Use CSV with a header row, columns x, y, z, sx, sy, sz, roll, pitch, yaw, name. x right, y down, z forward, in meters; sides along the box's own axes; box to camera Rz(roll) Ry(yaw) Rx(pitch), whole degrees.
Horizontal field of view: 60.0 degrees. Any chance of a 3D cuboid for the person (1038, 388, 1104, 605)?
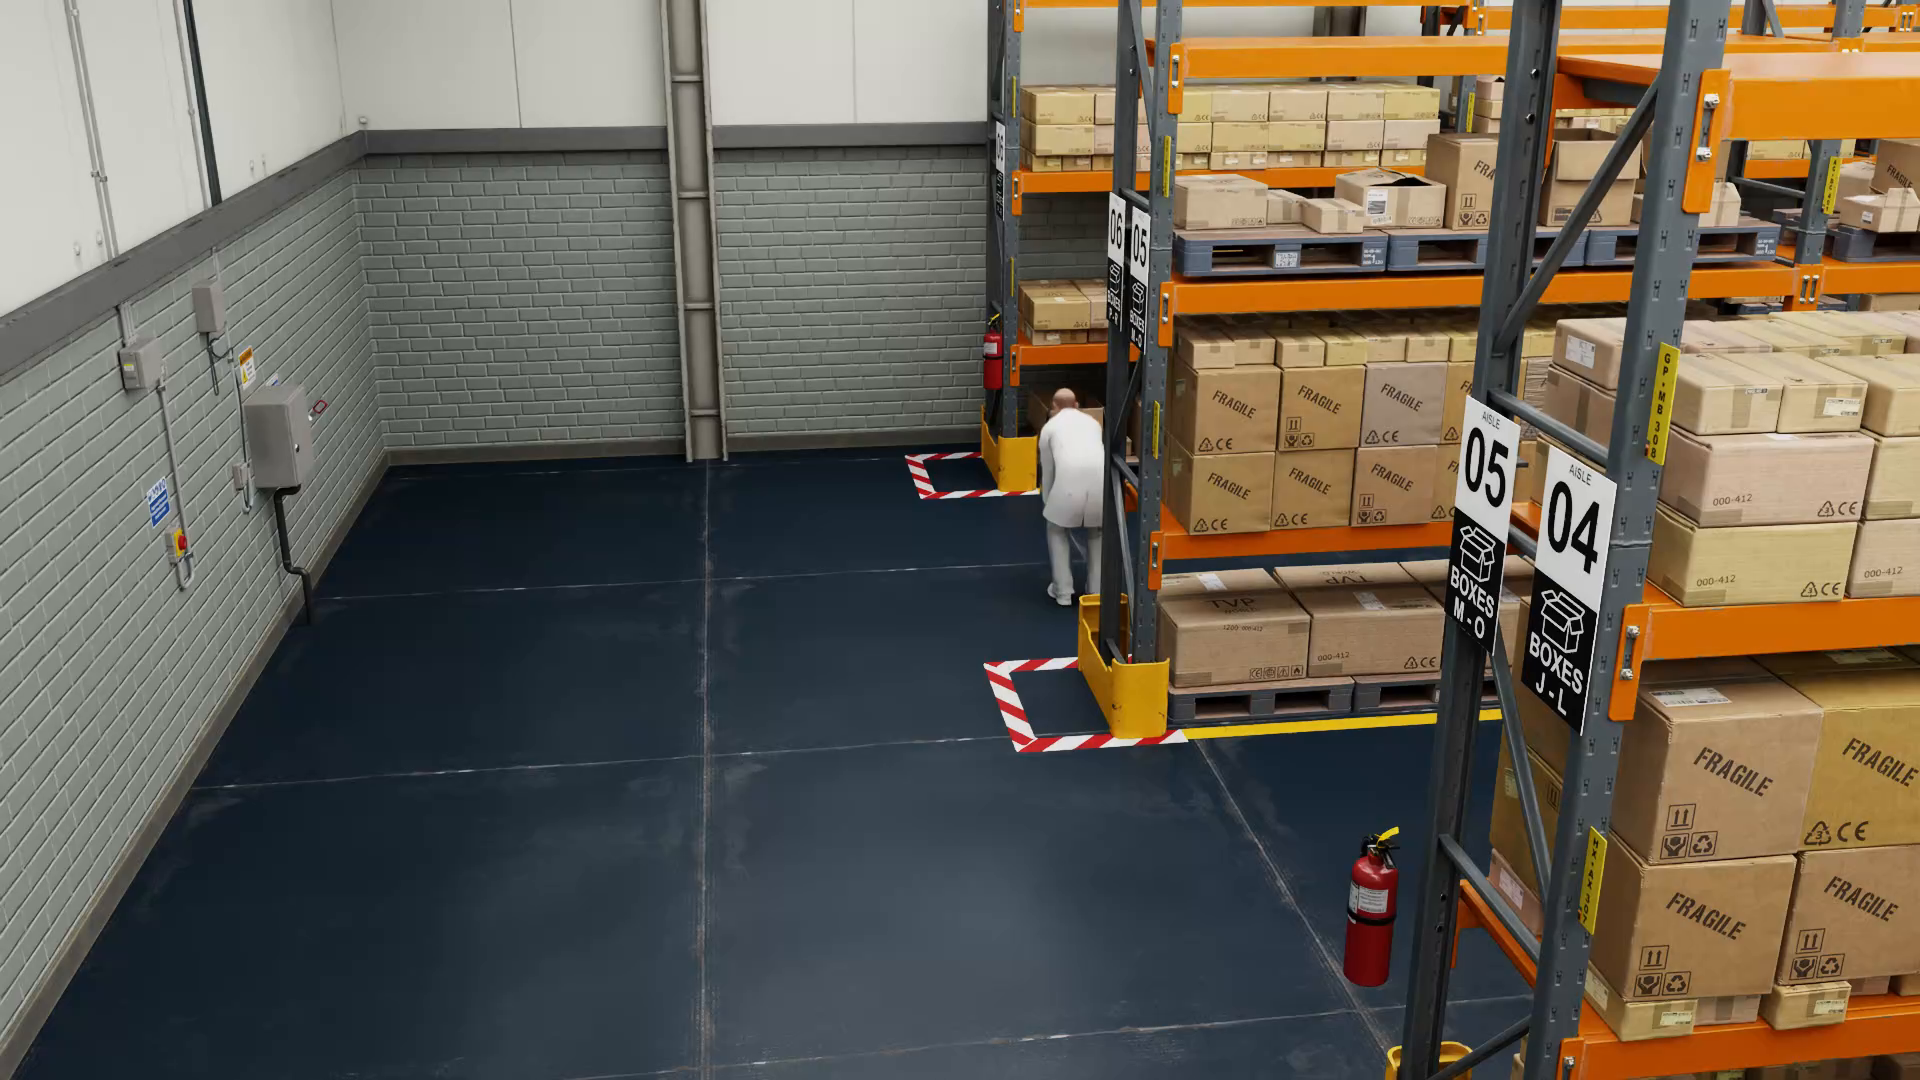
x,y,z,sx,sy,sz,roll,pitch,yaw,name
0.853,-0.328,12.415,0.554,1.510,0.805,-3,20,-9,person
